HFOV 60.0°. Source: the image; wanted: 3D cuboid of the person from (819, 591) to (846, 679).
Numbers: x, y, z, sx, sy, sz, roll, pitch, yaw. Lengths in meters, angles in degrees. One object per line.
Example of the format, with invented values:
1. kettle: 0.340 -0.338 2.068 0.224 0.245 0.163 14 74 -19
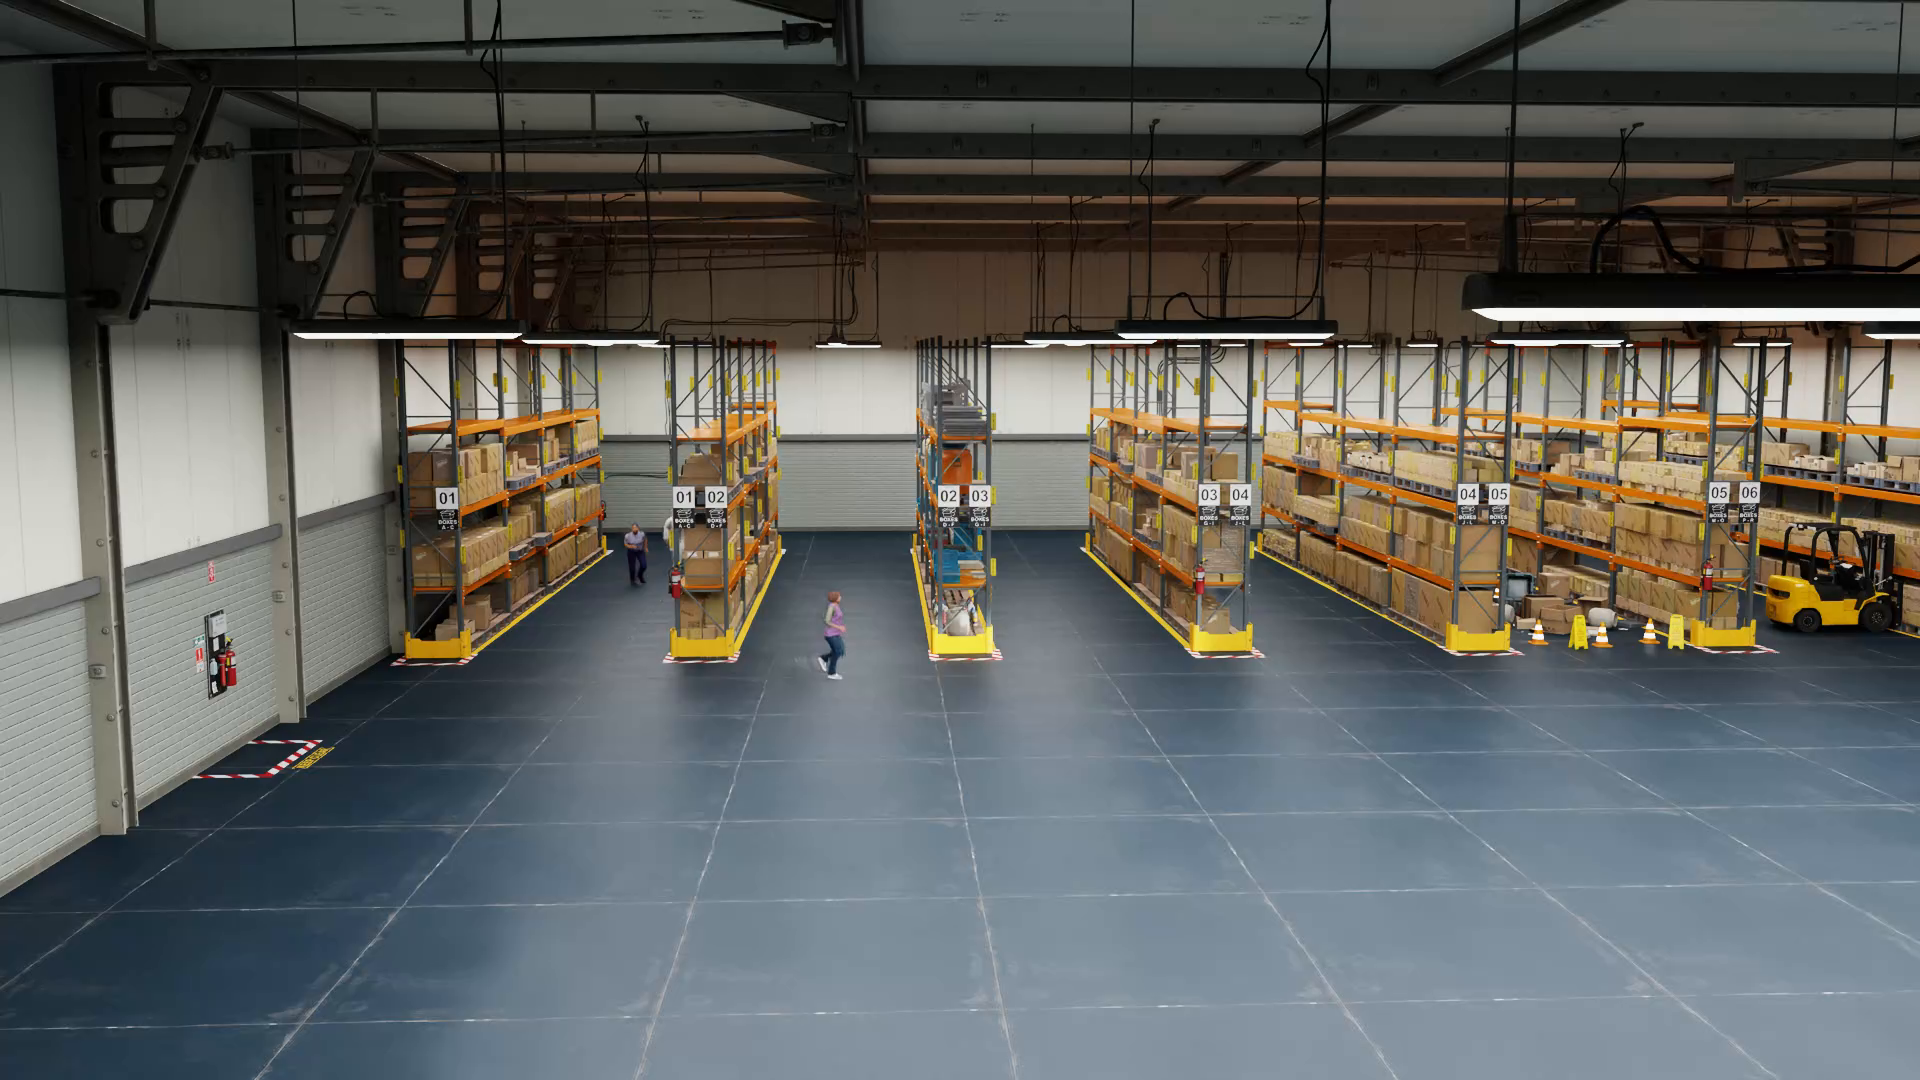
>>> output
1. person: -2.237 1.664 29.044 0.583 1.570 0.525 2 7 14

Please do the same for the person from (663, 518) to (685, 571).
1. person: -7.226 0.049 42.550 0.720 1.711 0.705 -2 7 -16

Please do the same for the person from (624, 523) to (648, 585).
1. person: -7.895 0.341 40.577 0.615 1.540 0.870 -2 7 -19
